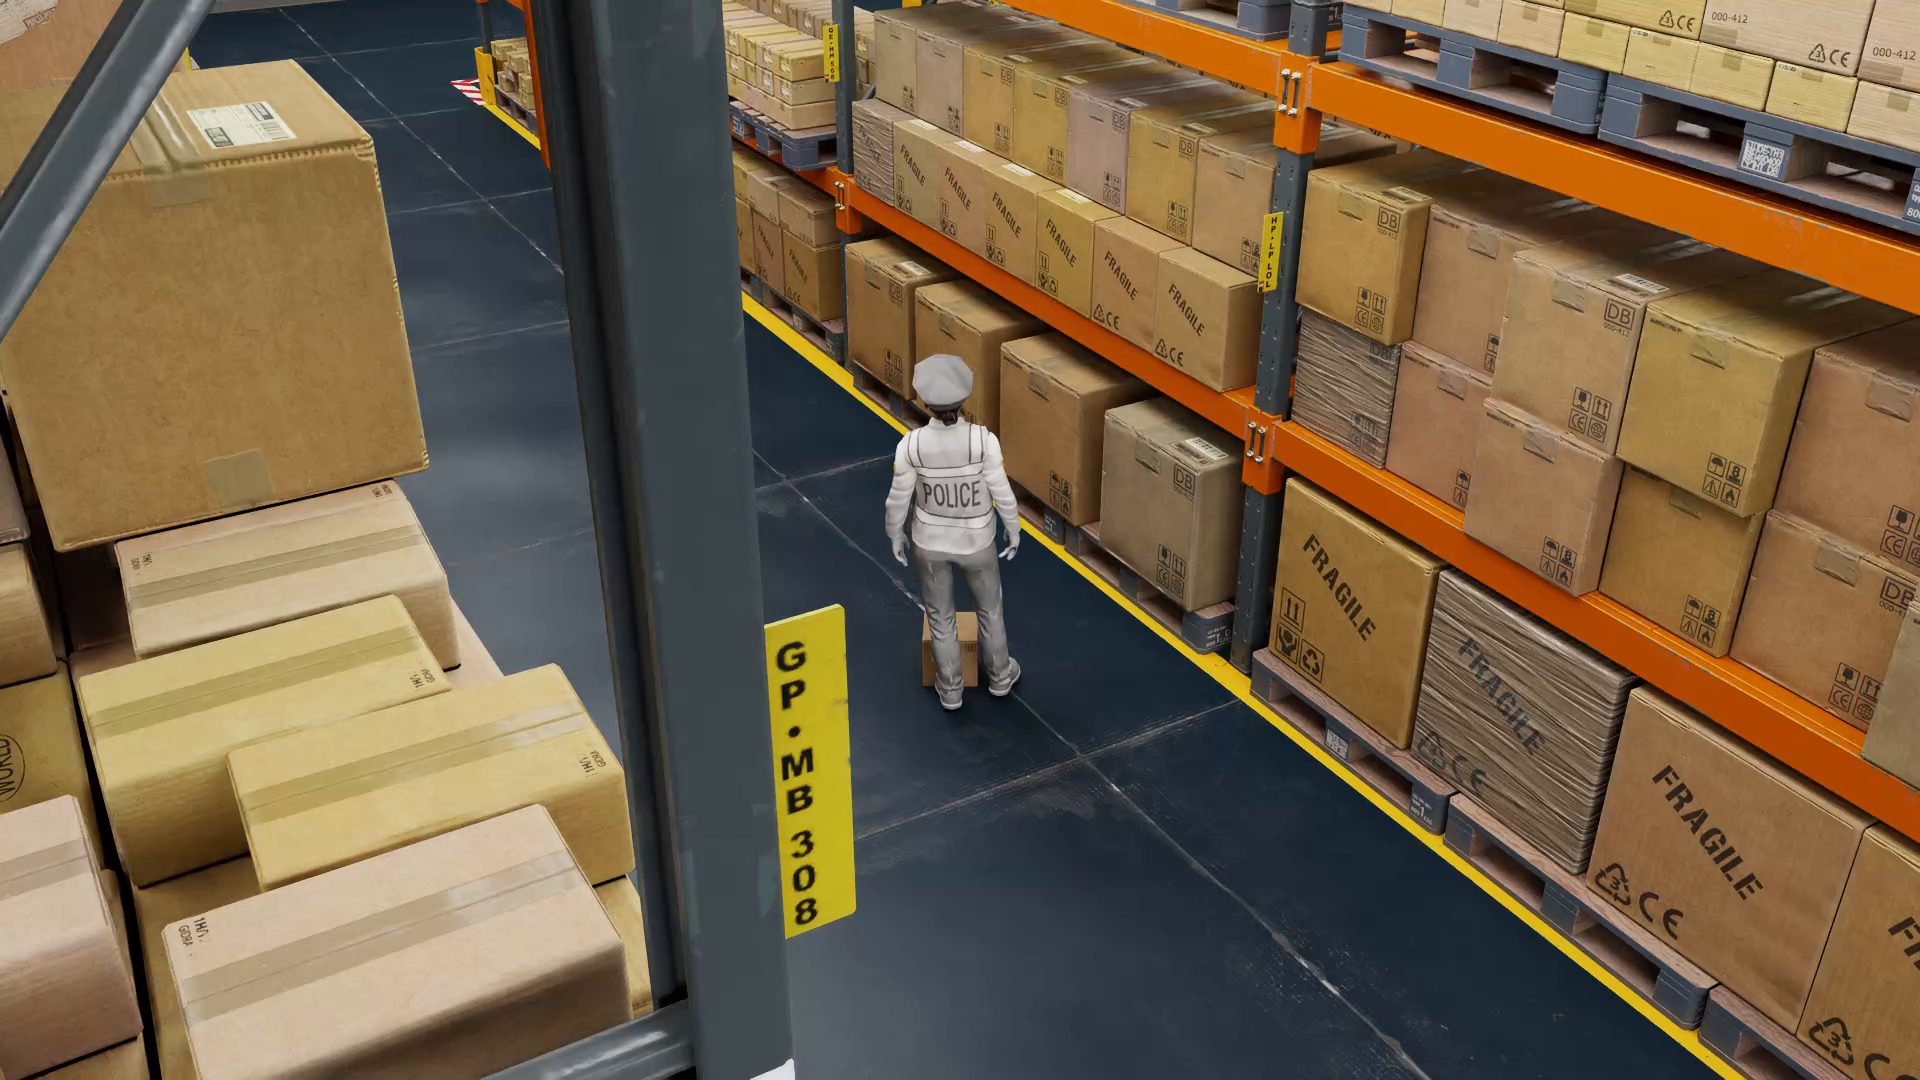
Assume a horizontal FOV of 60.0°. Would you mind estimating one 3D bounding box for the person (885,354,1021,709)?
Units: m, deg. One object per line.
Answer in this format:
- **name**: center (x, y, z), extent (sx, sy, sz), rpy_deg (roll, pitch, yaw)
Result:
- **person**: center (-0.023, -0.034, 7.135), extent (0.587, 1.694, 0.530), rpy_deg (1, 29, 2)
